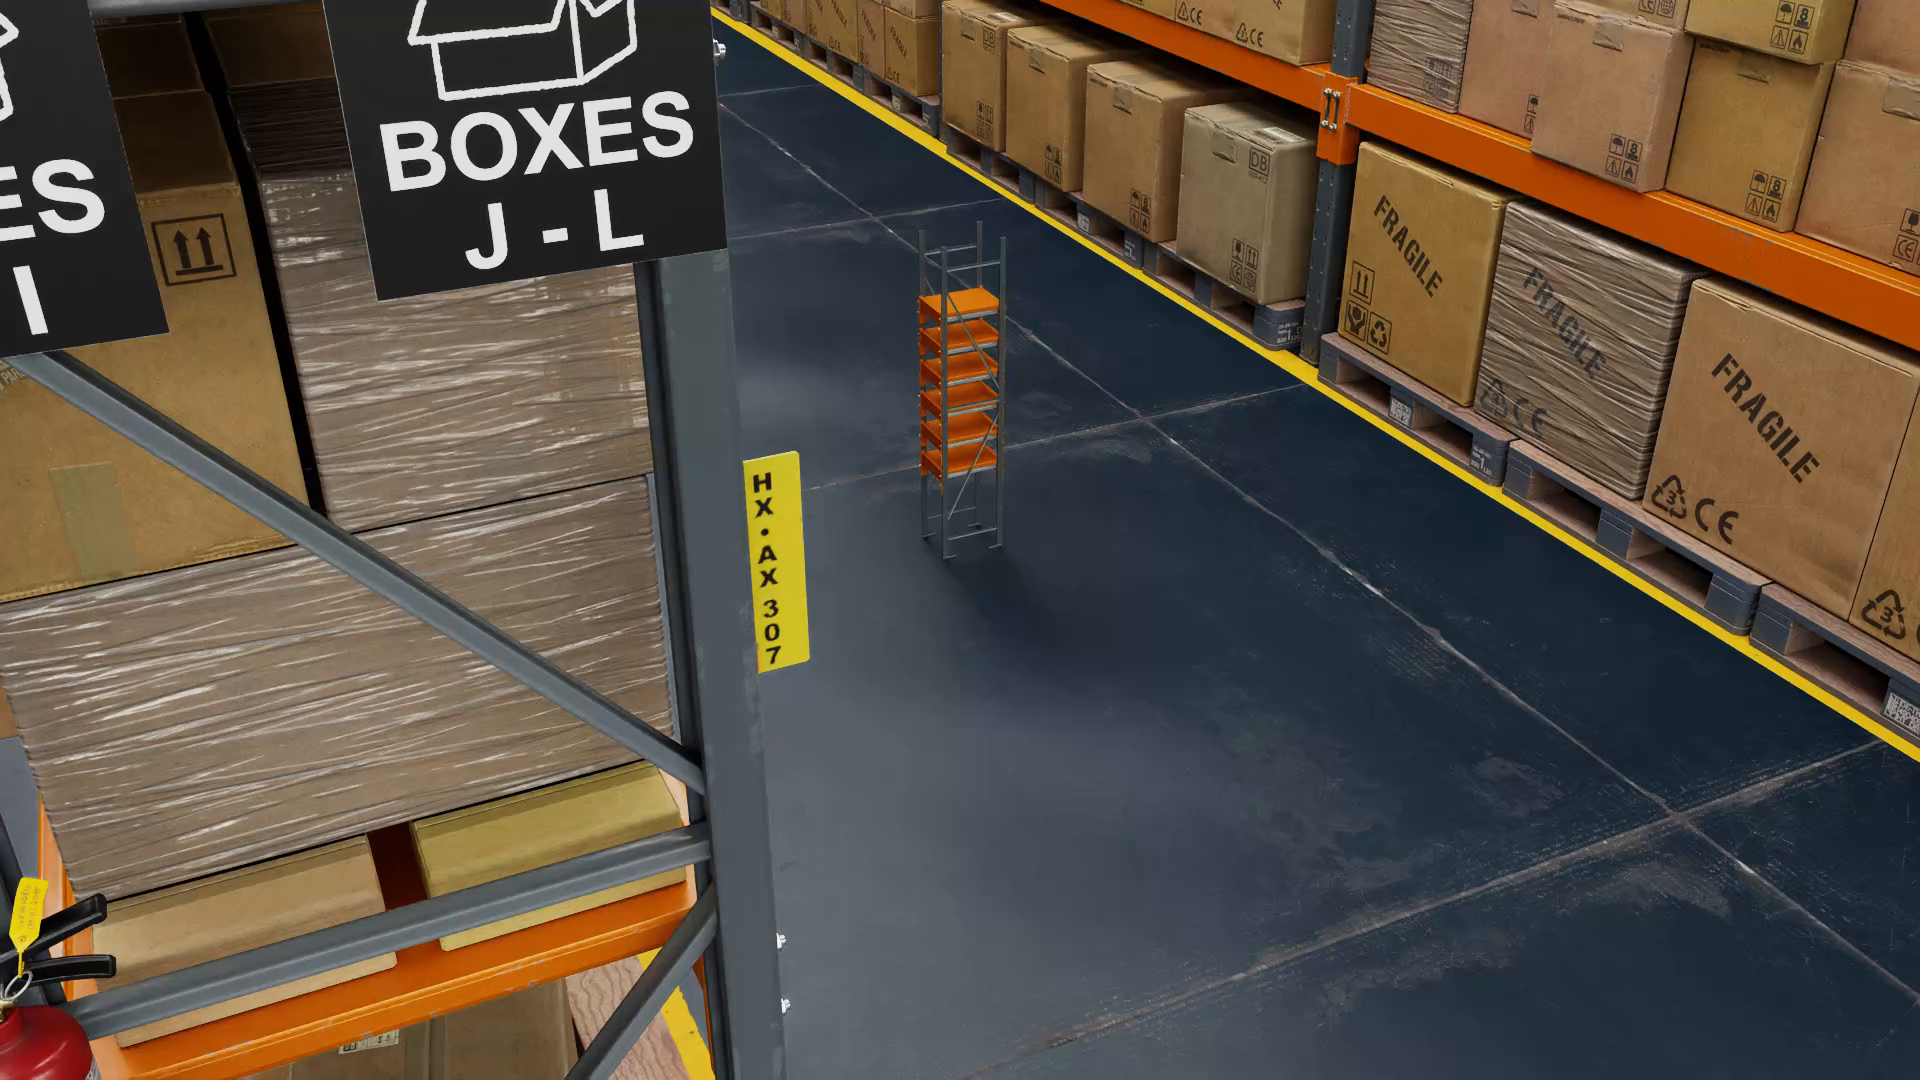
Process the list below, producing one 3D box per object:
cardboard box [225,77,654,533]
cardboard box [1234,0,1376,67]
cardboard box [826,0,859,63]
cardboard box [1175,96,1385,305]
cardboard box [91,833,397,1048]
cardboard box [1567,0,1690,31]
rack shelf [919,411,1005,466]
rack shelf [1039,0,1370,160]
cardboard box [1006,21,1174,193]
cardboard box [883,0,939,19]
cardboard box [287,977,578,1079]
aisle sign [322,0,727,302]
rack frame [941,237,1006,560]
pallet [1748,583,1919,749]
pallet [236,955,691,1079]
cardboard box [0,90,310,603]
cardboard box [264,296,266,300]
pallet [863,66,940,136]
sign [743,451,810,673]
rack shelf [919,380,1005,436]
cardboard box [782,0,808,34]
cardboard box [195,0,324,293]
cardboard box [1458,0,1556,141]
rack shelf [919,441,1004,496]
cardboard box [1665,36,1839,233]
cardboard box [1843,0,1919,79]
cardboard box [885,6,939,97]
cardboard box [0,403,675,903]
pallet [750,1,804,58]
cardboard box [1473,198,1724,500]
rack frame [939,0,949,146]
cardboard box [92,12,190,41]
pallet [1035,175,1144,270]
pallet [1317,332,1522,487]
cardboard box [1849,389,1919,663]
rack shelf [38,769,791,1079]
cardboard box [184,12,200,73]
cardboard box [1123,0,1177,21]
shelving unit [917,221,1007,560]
[{"bbox_3d":[-0.737,-0.382,2.436,0.500,0.500,0.500,-13,32,-22],"label":"cardboard box"},{"bbox_3d":[1.594,-2.454,7.457,0.500,0.500,0.500,-13,32,-22],"label":"cardboard box"},{"bbox_3d":[-0.638,-3.792,12.072,0.500,0.500,0.500,-15,32,-24],"label":"cardboard box"},{"bbox_3d":[1.711,-1.693,8.074,1.050,0.750,0.750,-13,32,-22],"label":"cardboard box"},{"bbox_3d":[-1.056,0.555,2.451,0.380,0.149,0.250,-13,32,-22],"label":"cardboard box"},{"bbox_3d":[2.635,-2.116,5.700,0.875,0.550,0.550,-13,32,-22],"label":"cardboard box"},{"bbox_3d":[0.006,-0.374,6.026,0.258,0.103,0.180,-13,32,-22],"label":"rack shelf"},{"bbox_3d":[1.201,-2.806,8.922,1.077,0.370,4.000,-13,32,-22],"label":"rack shelf"},{"bbox_3d":[0.900,-2.532,9.569,1.050,0.750,0.750,-13,32,-21],"label":"cardboard box"},{"bbox_3d":[-0.188,-3.670,11.088,0.500,0.250,0.500,-14,32,-23],"label":"cardboard box"},{"bbox_3d":[-1.000,1.155,3.249,0.500,0.500,0.500,-7,30,-13],"label":"cardboard box"},{"bbox_3d":[-0.449,-0.642,1.670,0.394,0.787,0.004,-13,32,-22],"label":"aisle sign"},{"bbox_3d":[0.046,-0.477,5.873,0.240,1.200,0.006,-13,32,-22],"label":"rack frame"},{"bbox_3d":[3.362,0.410,5.302,1.003,0.211,1.213,-13,32,-22],"label":"pallet"},{"bbox_3d":[-1.096,1.344,3.637,1.003,0.211,1.213,-13,32,-22],"label":"pallet"},{"bbox_3d":[-1.206,-0.273,2.241,0.500,0.500,0.500,-13,32,-22],"label":"cardboard box"},{"bbox_3d":[-1.457,-0.320,3.347,0.875,0.500,0.500,-13,32,-22],"label":"cardboard box"},{"bbox_3d":[0.008,-3.132,11.620,1.003,0.211,1.213,-13,32,-22],"label":"pallet"},{"bbox_3d":[-0.257,0.036,2.234,0.100,0.325,0.005,-13,32,-22],"label":"sign"},{"bbox_3d":[0.006,-0.478,5.967,0.258,0.103,0.180,-13,32,-22],"label":"rack shelf"},{"bbox_3d":[-1.069,-4.247,12.884,0.500,0.500,0.500,-12,31,-20],"label":"cardboard box"},{"bbox_3d":[-1.161,-0.825,3.226,0.500,0.500,0.500,-13,32,-22],"label":"cardboard box"},{"bbox_3d":[2.485,-1.903,6.423,0.875,0.550,0.550,-13,32,-22],"label":"cardboard box"},{"bbox_3d":[0.006,-0.269,6.084,0.258,0.103,0.180,-13,32,-22],"label":"rack shelf"},{"bbox_3d":[2.928,-1.426,5.574,0.875,0.550,0.500,-13,32,-22],"label":"cardboard box"},{"bbox_3d":[3.215,-1.677,4.917,0.875,0.550,0.550,-13,32,-22],"label":"cardboard box"},{"bbox_3d":[-0.177,-3.332,11.251,0.500,0.500,0.500,-13,32,-22],"label":"cardboard box"},{"bbox_3d":[-0.958,0.106,2.588,0.875,0.500,0.500,-13,32,-22],"label":"cardboard box"},{"bbox_3d":[-1.040,-4.210,13.542,1.003,0.211,1.213,-13,32,-22],"label":"pallet"},{"bbox_3d":[2.656,-0.803,6.357,0.875,0.875,0.875,-13,32,-22],"label":"cardboard box"},{"bbox_3d":[0.342,-4.003,10.322,1.000,3.000,0.127,-13,32,-22],"label":"rack frame"},{"bbox_3d":[-1.638,-0.714,3.028,0.500,0.500,0.500,-13,32,-22],"label":"cardboard box"},{"bbox_3d":[1.132,-1.884,9.395,1.003,0.211,1.213,-13,32,-22],"label":"pallet"},{"bbox_3d":[2.315,-0.667,7.224,1.003,0.211,1.213,-13,32,-22],"label":"pallet"},{"bbox_3d":[3.426,-0.011,4.946,0.875,0.875,0.875,-13,32,-22],"label":"cardboard box"},{"bbox_3d":[-1.605,-0.042,3.994,1.077,0.370,4.000,-13,32,-22],"label":"rack shelf"},{"bbox_3d":[-1.593,-1.266,4.012,0.500,0.500,0.500,-13,32,-22],"label":"cardboard box"},{"bbox_3d":[1.160,-2.900,8.253,0.500,0.500,0.500,-13,32,-21],"label":"cardboard box"},{"bbox_3d":[0.006,-0.517,5.945,0.258,1.200,0.189,-13,32,-22],"label":"shelving unit"}]
